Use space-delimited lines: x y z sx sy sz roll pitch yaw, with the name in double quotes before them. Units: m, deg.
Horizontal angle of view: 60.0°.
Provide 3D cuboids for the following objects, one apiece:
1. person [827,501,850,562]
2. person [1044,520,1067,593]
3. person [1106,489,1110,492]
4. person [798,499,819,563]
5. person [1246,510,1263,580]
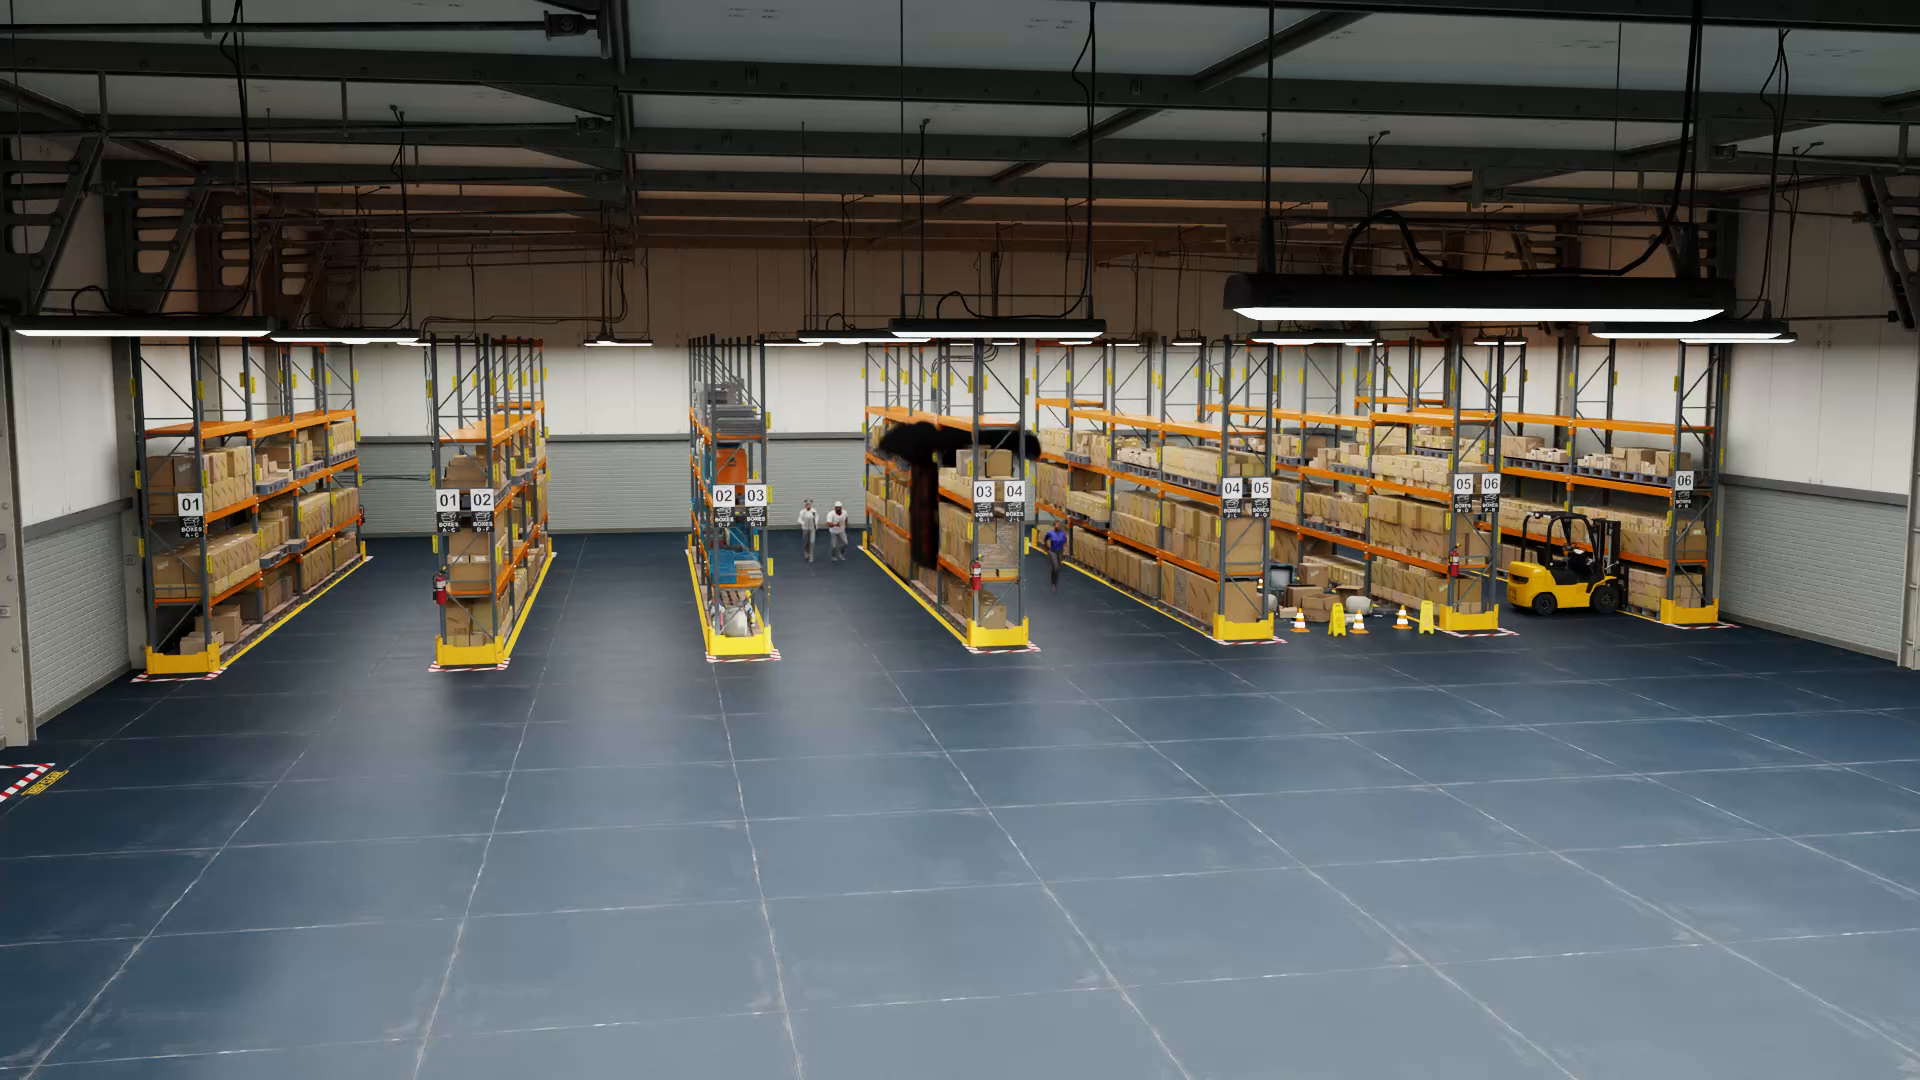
"person" -3.265 -0.230 44.689 0.722 1.653 0.906 -3 7 -24
"person" 2.222 0.369 38.395 0.469 1.670 0.804 -2 7 -21
"person" 4.358 -0.669 48.584 0.636 1.733 0.780 -4 8 -33
"person" -4.102 -0.266 45.045 0.565 1.709 0.906 -1 7 -6
"person" 7.270 0.148 41.153 0.669 1.746 0.899 -4 8 -30
